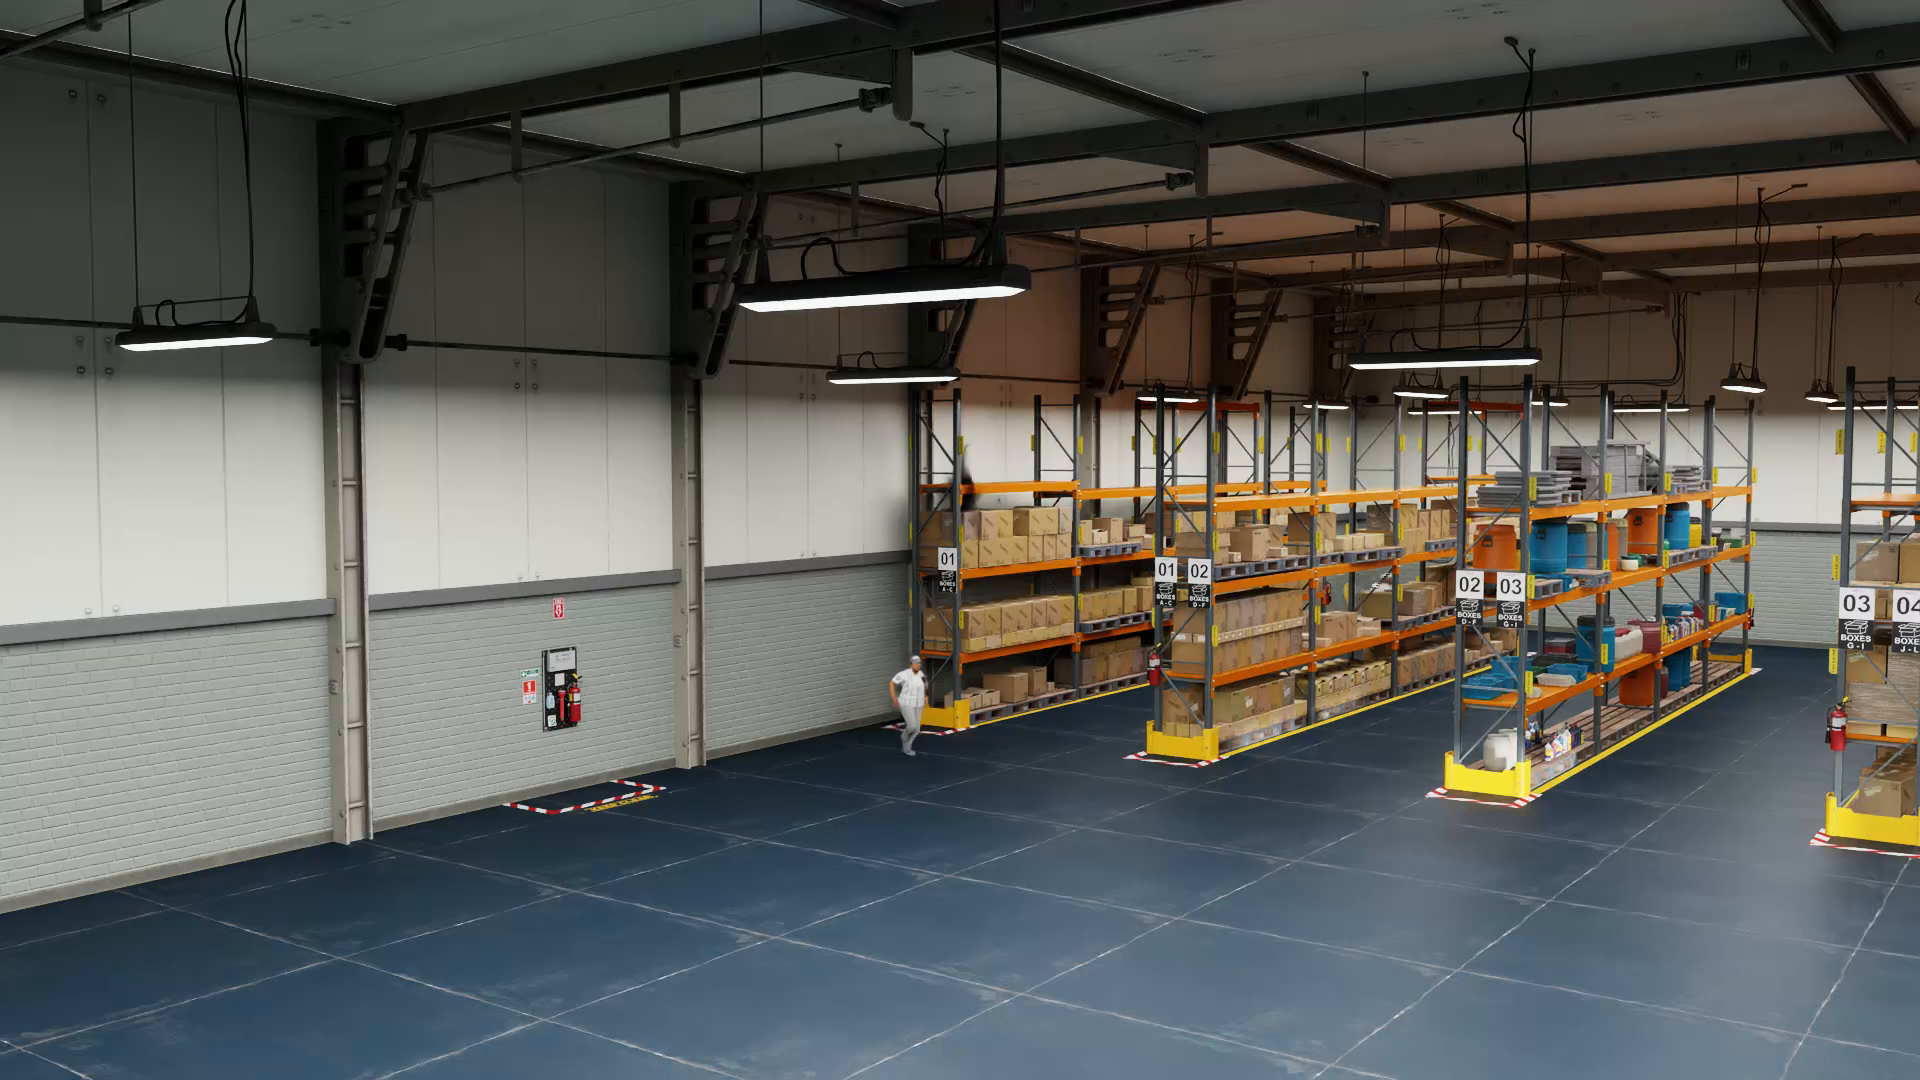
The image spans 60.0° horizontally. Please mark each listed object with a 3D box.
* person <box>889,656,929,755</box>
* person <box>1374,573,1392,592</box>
[{"bbox_3d":[-0.796,2.669,26.775,0.691,1.625,0.568,-2,4,-32],"label":"person"},{"bbox_3d":[10.902,1.708,42.371,0.742,1.721,0.943,-2,4,-34],"label":"person"}]
